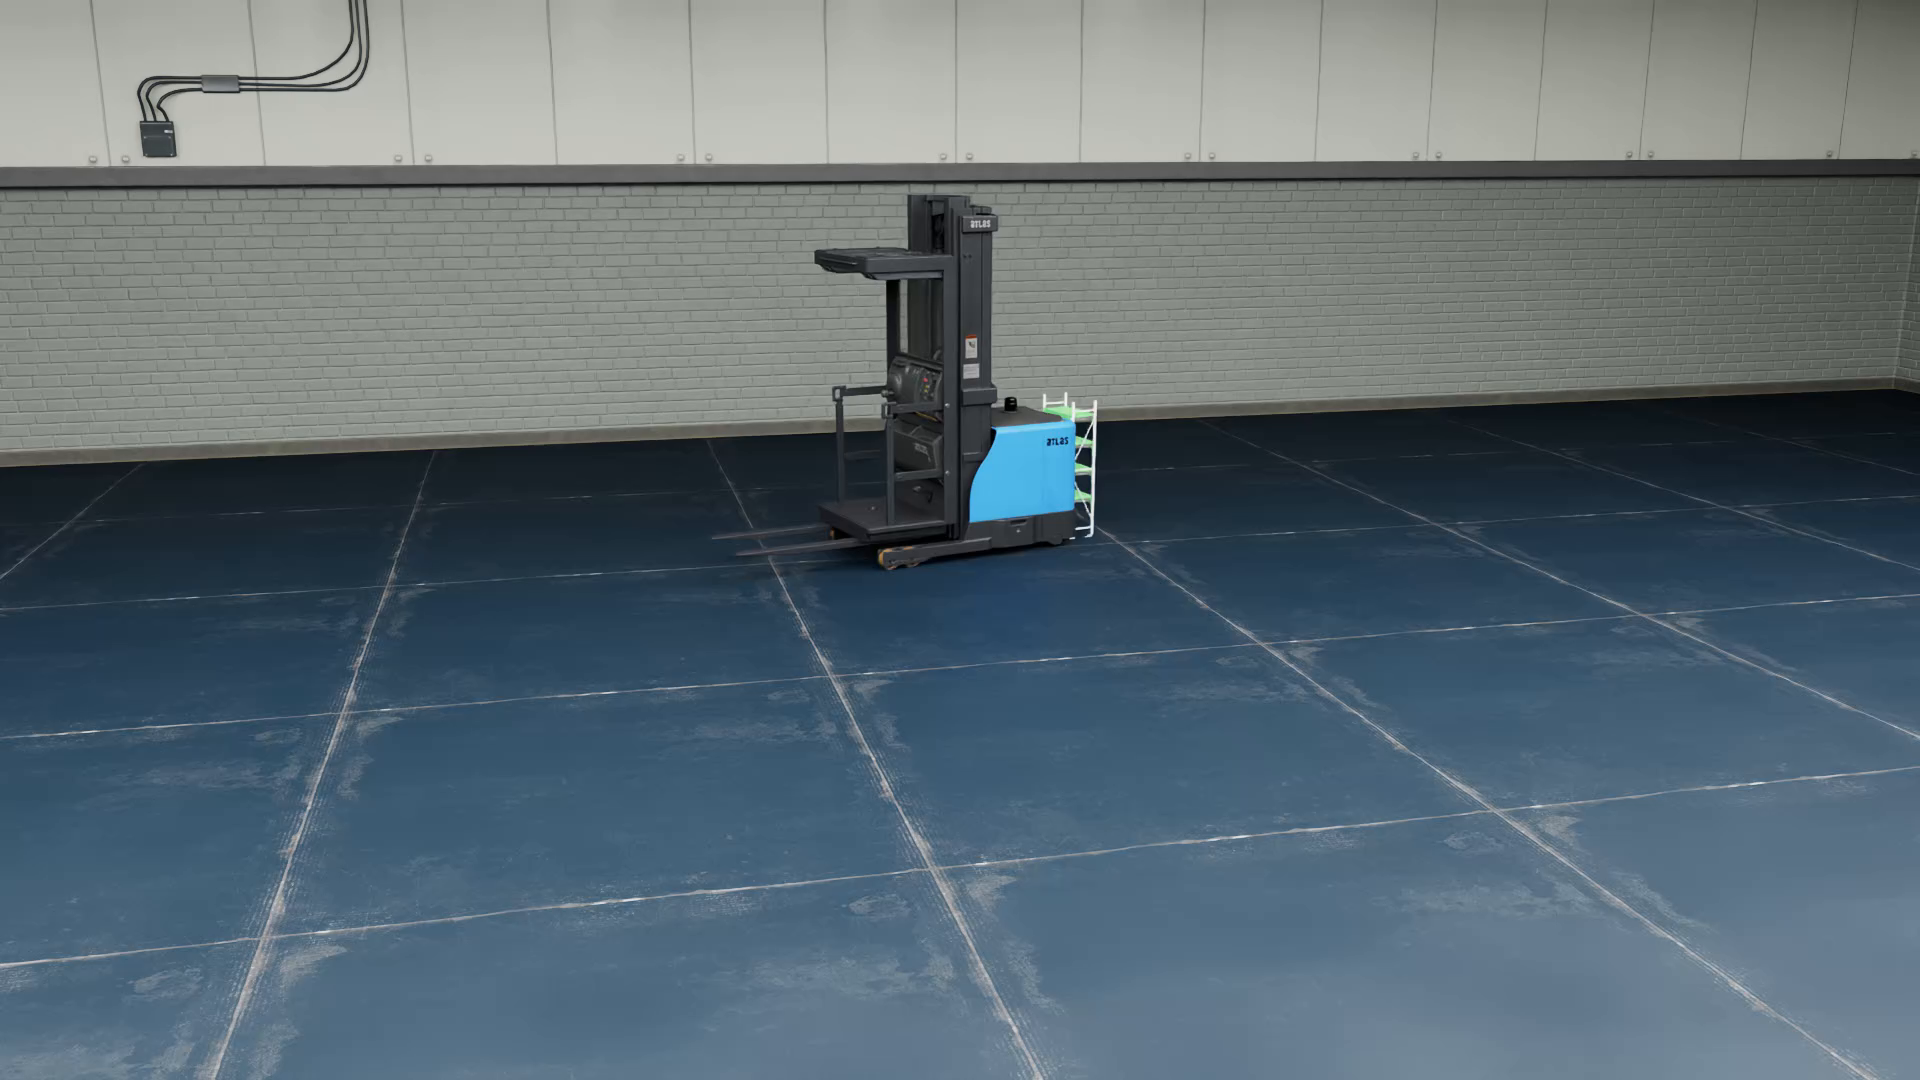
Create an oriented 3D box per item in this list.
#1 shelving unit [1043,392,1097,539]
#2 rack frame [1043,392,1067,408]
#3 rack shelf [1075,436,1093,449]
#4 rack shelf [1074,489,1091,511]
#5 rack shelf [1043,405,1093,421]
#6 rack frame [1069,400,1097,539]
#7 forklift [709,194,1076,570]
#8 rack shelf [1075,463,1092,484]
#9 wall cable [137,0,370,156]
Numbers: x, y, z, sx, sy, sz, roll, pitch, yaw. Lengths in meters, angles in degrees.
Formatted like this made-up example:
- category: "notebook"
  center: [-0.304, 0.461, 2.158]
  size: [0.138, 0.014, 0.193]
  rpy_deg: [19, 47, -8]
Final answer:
- category: "shelving unit"
  center: [0.947, -0.657, 14.584]
  size: [0.258, 1.200, 0.503]
  rpy_deg: [-7, 15, -27]
- category: "rack frame"
  center: [0.834, -0.709, 14.794]
  size: [0.240, 1.200, 0.015]
  rpy_deg: [-7, 15, -27]
- category: "rack shelf"
  center: [0.948, -0.829, 14.543]
  size: [0.258, 0.148, 0.480]
  rpy_deg: [-7, 15, -27]
- category: "rack shelf"
  center: [0.945, -0.362, 14.655]
  size: [0.258, 0.148, 0.480]
  rpy_deg: [-7, 15, -27]
- category: "rack shelf"
  center: [0.950, -1.062, 14.487]
  size: [0.258, 0.148, 0.480]
  rpy_deg: [-7, 15, -27]
- category: "rack frame"
  center: [1.060, -0.606, 14.374]
  size: [0.240, 1.200, 0.015]
  rpy_deg: [-7, 15, -27]
- category: "forklift"
  center: [-0.555, -1.325, 13.675]
  size: [3.031, 2.935, 1.130]
  rpy_deg: [-7, 15, -27]
- category: "rack shelf"
  center: [0.947, -0.595, 14.599]
  size: [0.258, 0.148, 0.480]
  rpy_deg: [-7, 15, -27]
- category: "wall cable"
  center: [-7.314, -6.948, 16.738]
  size: [2.305, 6.003, 0.169]
  rpy_deg: [-3, 14, -13]
